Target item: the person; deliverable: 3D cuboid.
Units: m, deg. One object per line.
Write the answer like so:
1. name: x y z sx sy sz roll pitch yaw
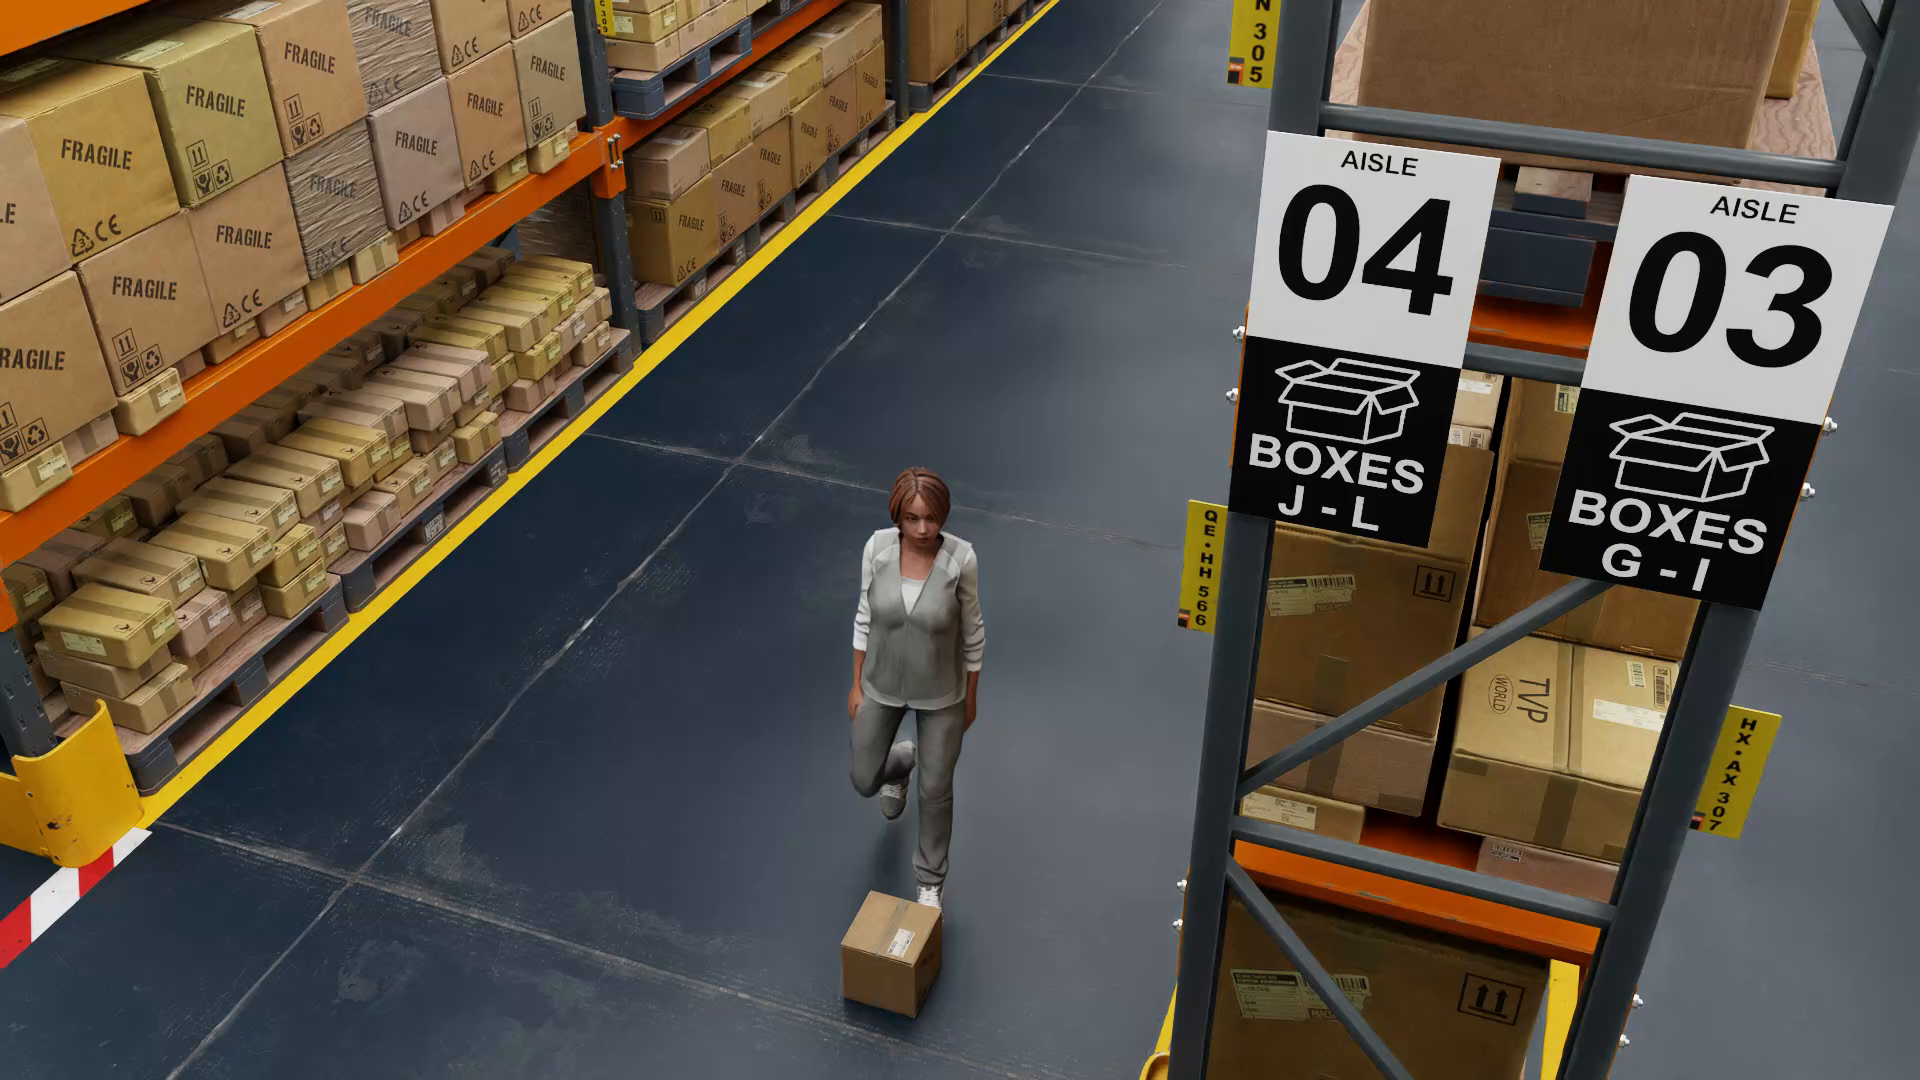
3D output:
1. person: -0.147 0.492 5.378 0.440 1.589 0.646 6 34 9
